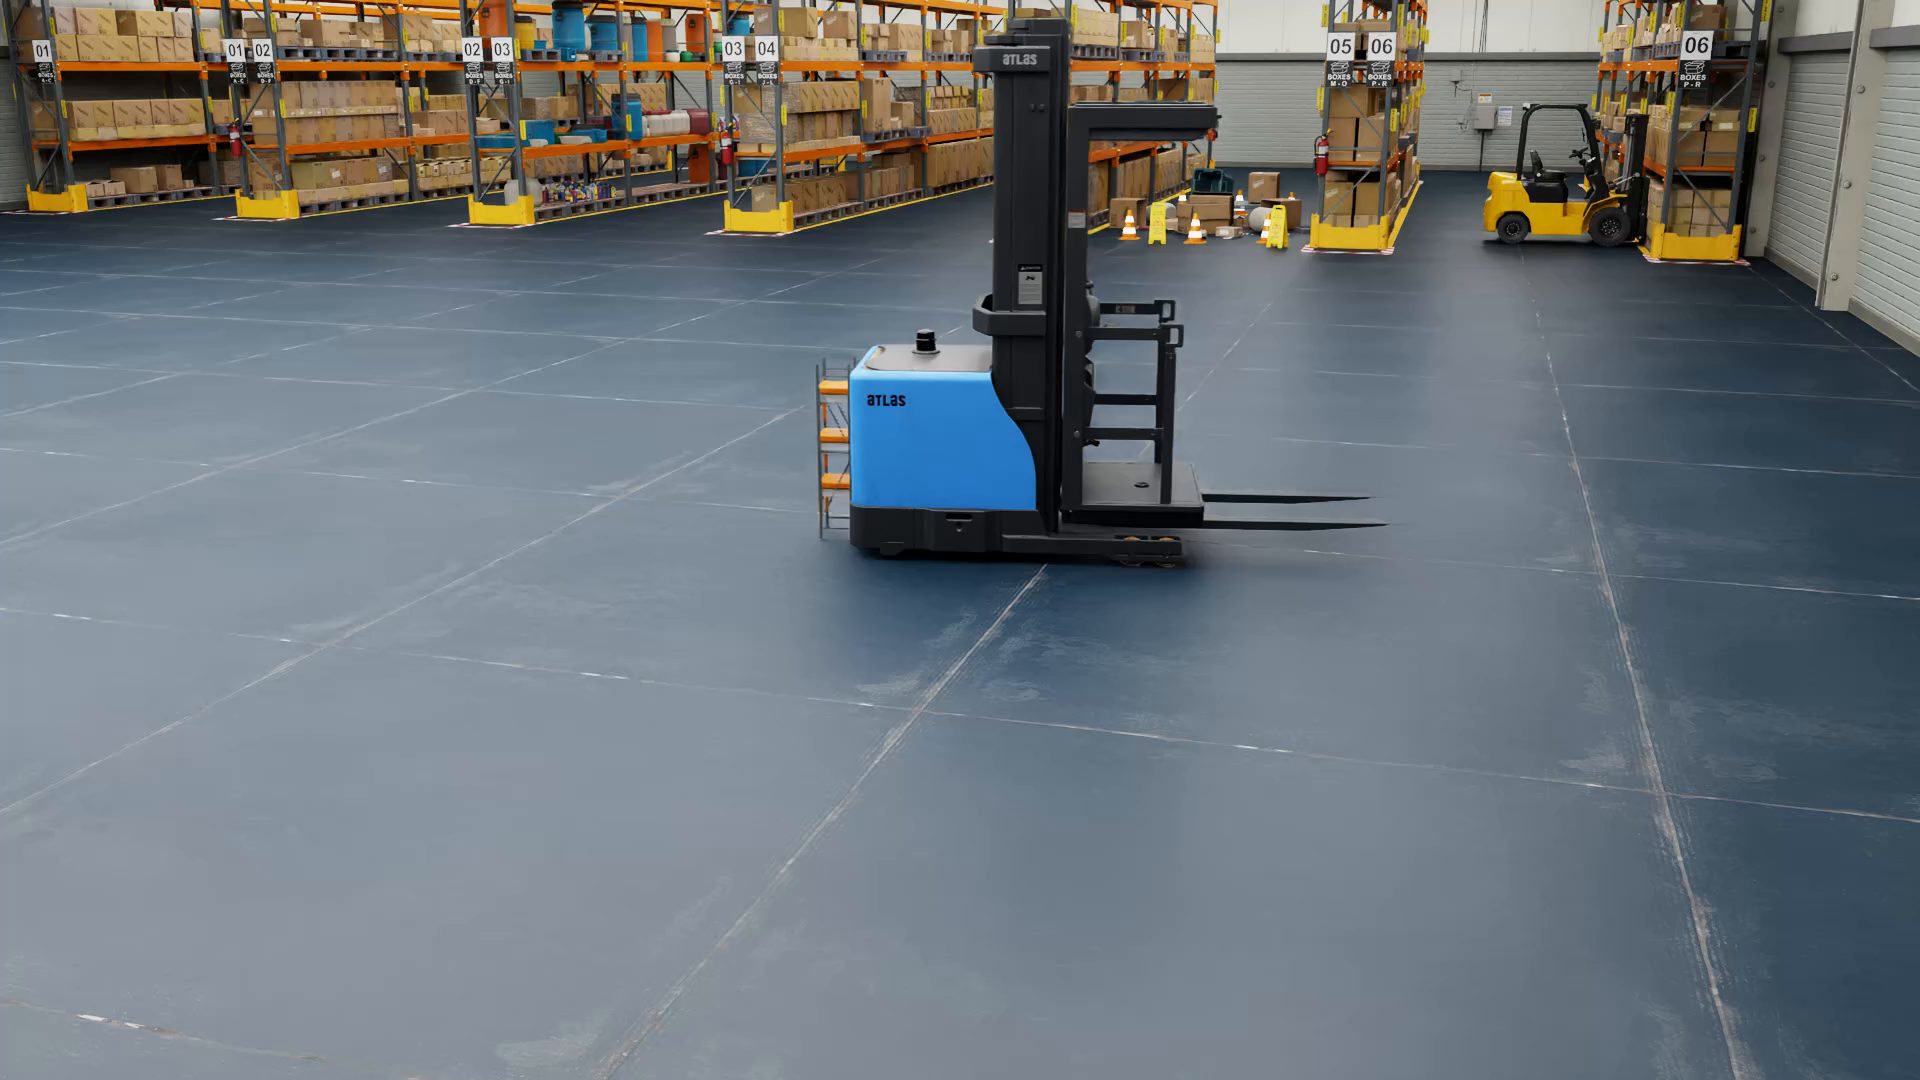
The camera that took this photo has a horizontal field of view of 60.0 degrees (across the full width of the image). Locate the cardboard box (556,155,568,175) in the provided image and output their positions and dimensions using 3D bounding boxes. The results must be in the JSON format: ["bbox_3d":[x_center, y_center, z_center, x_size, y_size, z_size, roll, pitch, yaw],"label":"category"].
[{"bbox_3d":[-9.859,-9.120,40.261,0.500,0.500,0.500,4,16,14],"label":"cardboard box"}]

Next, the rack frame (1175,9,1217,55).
[{"bbox_3d":[5.800,-13.408,40.610,1.000,3.000,0.127,5,16,16],"label":"rack frame"}]

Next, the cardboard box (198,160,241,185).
[{"bbox_3d":[-16.391,-8.149,36.836,0.700,0.500,0.500,5,17,18],"label":"cardboard box"}]

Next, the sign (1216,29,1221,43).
[{"bbox_3d":[6.327,-12.343,40.728,0.100,0.325,0.005,5,16,16],"label":"sign"}]

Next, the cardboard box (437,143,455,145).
[{"bbox_3d":[-13.728,-10.613,44.374,0.380,0.149,0.250,5,17,18],"label":"cardboard box"}]

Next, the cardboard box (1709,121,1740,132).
[{"bbox_3d":[11.133,-6.023,24.196,0.380,0.149,0.250,4,16,14],"label":"cardboard box"}]

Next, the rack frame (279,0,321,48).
[{"bbox_3d":[-15.447,-12.878,38.742,1.000,3.000,0.127,5,16,16],"label":"rack frame"}]

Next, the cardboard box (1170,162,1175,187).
[{"bbox_3d":[4.399,-7.994,36.326,0.500,0.500,0.500,4,16,15],"label":"cardboard box"}]

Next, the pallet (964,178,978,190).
[{"bbox_3d":[-0.210,-8.337,38.836,1.003,0.211,1.213,5,16,16],"label":"pallet"}]

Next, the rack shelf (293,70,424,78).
[{"bbox_3d":[-14.879,-11.612,41.095,1.077,0.370,4.000,5,16,16],"label":"rack shelf"}]

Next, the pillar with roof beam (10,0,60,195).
[{"bbox_3d":[-14.224,-10.702,31.069,9.100,9.000,0.400,5,16,16],"label":"pillar with roof beam"}]

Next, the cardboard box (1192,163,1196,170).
[{"bbox_3d":[5.406,-8.860,39.480,0.380,0.149,0.250,4,16,15],"label":"cardboard box"}]

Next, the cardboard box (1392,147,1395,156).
[{"bbox_3d":[6.940,-6.396,27.341,0.380,0.149,0.250,5,17,16],"label":"cardboard box"}]

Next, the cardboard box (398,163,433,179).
[{"bbox_3d":[-11.477,-7.800,35.075,0.500,0.311,0.500,5,16,16],"label":"cardboard box"}]

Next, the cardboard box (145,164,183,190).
[{"bbox_3d":[-16.841,-7.680,35.184,0.500,0.500,0.500,3,16,12],"label":"cardboard box"}]

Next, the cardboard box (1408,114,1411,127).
[{"bbox_3d":[8.830,-8.488,33.618,0.500,0.250,0.500,5,17,17],"label":"cardboard box"}]

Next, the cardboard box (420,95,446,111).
[{"bbox_3d":[-14.141,-11.324,43.706,0.980,0.700,0.700,5,17,17],"label":"cardboard box"}]

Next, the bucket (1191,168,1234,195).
[{"bbox_3d":[4.562,-6.324,29.843,0.726,0.611,0.620,11,9,35],"label":"bucket"}]

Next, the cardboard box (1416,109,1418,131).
[{"bbox_3d":[10.117,-9.529,37.746,0.500,0.500,0.500,5,17,16],"label":"cardboard box"}]

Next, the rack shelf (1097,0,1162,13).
[{"bbox_3d":[2.958,-10.253,31.538,1.077,0.370,4.000,5,16,16],"label":"rack shelf"}]

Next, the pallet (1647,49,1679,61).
[{"bbox_3d":[12.163,-8.224,28.180,0.805,0.209,1.217,4,16,14],"label":"pallet"}]

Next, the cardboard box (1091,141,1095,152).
[{"bbox_3d":[1.841,-6.933,28.500,0.875,0.550,0.500,5,16,16],"label":"cardboard box"}]

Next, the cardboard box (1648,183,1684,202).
[{"bbox_3d":[10.893,-5.366,25.688,0.500,0.250,0.500,5,17,17],"label":"cardboard box"}]

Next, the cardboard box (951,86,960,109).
[{"bbox_3d":[-0.443,-10.071,37.816,0.797,0.503,0.637,5,17,16],"label":"cardboard box"}]

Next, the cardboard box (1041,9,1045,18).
[{"bbox_3d":[1.169,-8.538,26.985,0.380,0.149,0.250,5,17,17],"label":"cardboard box"}]

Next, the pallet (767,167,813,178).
[{"bbox_3d":[-4.296,-9.445,42.740,1.003,0.211,1.213,5,16,16],"label":"pallet"}]

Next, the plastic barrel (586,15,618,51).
[{"bbox_3d":[-7.149,-10.012,33.214,0.600,0.901,0.708,5,16,16],"label":"plastic barrel"}]

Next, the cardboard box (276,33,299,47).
[{"bbox_3d":[-12.896,-9.478,31.500,0.500,0.250,0.500,5,16,16],"label":"cardboard box"}]

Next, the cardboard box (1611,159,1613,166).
[{"bbox_3d":[13.837,-7.894,34.785,0.380,0.149,0.250,4,16,14],"label":"cardboard box"}]

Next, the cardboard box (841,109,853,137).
[{"bbox_3d":[-2.524,-7.872,31.356,0.875,0.500,0.500,5,16,16],"label":"cardboard box"}]

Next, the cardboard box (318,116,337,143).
[{"bbox_3d":[-12.534,-7.953,32.187,0.700,0.500,0.500,5,17,16],"label":"cardboard box"}]

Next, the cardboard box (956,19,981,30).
[{"bbox_3d":[0.210,-12.234,39.457,0.500,0.250,0.500,4,16,12],"label":"cardboard box"}]

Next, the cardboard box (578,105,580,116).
[{"bbox_3d":[-9.664,-10.854,42.417,0.500,0.500,0.500,5,17,17],"label":"cardboard box"}]

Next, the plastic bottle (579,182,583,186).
[{"bbox_3d":[-7.596,-7.027,33.301,0.097,0.271,0.097,0,16,0],"label":"plastic bottle"}]

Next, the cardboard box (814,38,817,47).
[{"bbox_3d":[-2.745,-8.770,29.300,0.380,0.149,0.250,4,16,15],"label":"cardboard box"}]

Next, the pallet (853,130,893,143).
[{"bbox_3d":[-1.980,-7.890,32.500,1.003,0.211,1.213,5,16,16],"label":"pallet"}]

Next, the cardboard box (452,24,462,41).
[{"bbox_3d":[-13.564,-13.450,44.202,0.500,0.500,0.500,5,17,16],"label":"cardboard box"}]

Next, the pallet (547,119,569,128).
[{"bbox_3d":[-10.149,-10.026,40.031,1.003,0.211,1.213,5,16,16],"label":"pallet"}]

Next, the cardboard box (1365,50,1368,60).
[{"bbox_3d":[6.422,-7.438,25.519,0.380,0.149,0.250,4,16,14],"label":"cardboard box"}]

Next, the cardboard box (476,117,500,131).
[{"bbox_3d":[-10.842,-9.474,37.899,0.500,0.311,0.500,6,17,19],"label":"cardboard box"}]

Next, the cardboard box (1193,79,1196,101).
[{"bbox_3d":[5.158,-10.383,38.380,0.500,0.500,0.500,4,16,14],"label":"cardboard box"}]

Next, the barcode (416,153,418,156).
[{"bbox_3d":[-11.362,-8.068,34.792,0.001,0.075,0.075,5,16,16],"label":"barcode"}]

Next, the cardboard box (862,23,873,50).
[{"bbox_3d":[-2.108,-9.603,31.735,0.797,0.503,0.637,4,16,13],"label":"cardboard box"}]

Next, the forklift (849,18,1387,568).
[{"bbox_3d":[0.915,-1.407,9.420,3.031,2.935,1.130,1,16,4],"label":"forklift"}]

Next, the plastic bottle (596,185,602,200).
[{"bbox_3d":[-7.053,-6.795,32.462,0.061,0.283,0.133,6,17,20],"label":"plastic bottle"}]

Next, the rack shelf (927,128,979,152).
[{"bbox_3d":[-0.632,-9.017,37.441,1.077,0.370,4.000,5,16,16],"label":"rack shelf"}]

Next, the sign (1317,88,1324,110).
[{"bbox_3d":[5.501,-6.736,25.379,0.100,0.325,0.005,5,16,16],"label":"sign"}]

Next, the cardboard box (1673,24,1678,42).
[{"bbox_3d":[10.804,-7.530,24.676,0.396,0.266,0.258,5,16,16],"label":"cardboard box"}]

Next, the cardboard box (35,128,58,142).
[{"bbox_3d":[-17.774,-7.974,32.684,0.500,0.250,0.500,5,17,17],"label":"cardboard box"}]

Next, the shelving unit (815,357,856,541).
[{"bbox_3d":[-0.719,-0.536,9.793,0.215,1.050,0.252,1,16,4],"label":"shelving unit"}]

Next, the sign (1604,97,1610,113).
[{"bbox_3d":[13.676,-9.190,35.148,0.100,0.325,0.005,5,16,16],"label":"sign"}]

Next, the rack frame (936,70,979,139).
[{"bbox_3d":[-0.063,-9.886,39.188,1.000,3.000,0.127,5,16,16],"label":"rack frame"}]

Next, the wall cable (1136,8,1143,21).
[{"bbox_3d":[5.985,-16.579,45.893,2.277,5.999,0.120,5,16,16],"label":"wall cable"}]
